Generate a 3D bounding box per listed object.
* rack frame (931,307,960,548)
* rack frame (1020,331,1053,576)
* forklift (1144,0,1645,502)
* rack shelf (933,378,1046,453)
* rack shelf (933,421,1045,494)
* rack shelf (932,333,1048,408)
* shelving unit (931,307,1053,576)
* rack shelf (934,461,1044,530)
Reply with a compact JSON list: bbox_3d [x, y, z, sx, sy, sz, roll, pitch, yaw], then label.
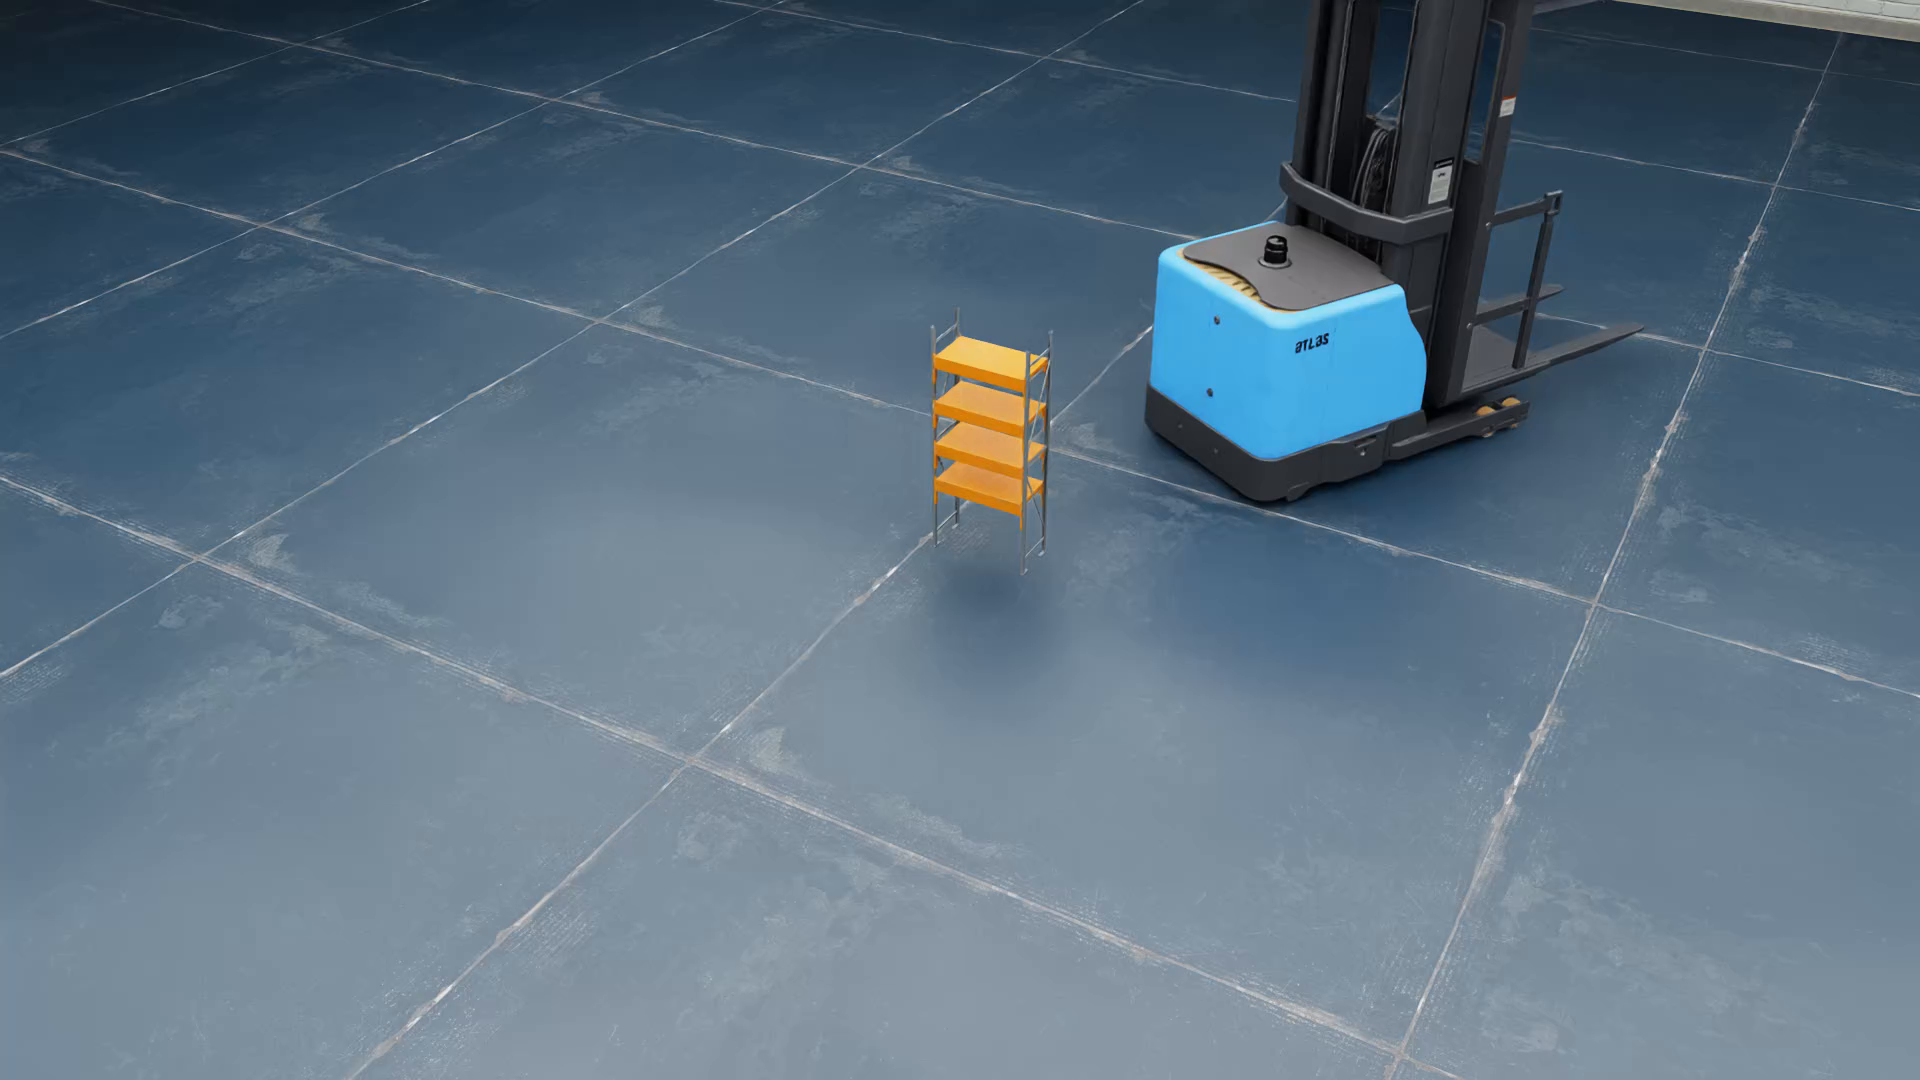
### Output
[{"bbox_3d":[-0.068,-0.521,7.950,0.015,1.200,0.240,18,37,24],"label":"rack frame"},{"bbox_3d":[0.356,-0.387,7.748,0.015,1.200,0.240,18,37,24],"label":"rack frame"},{"bbox_3d":[2.538,-2.013,8.629,3.031,2.935,1.130,-18,38,-25],"label":"forklift"},{"bbox_3d":[0.144,-0.584,7.762,0.480,0.148,0.258,18,37,24],"label":"rack shelf"},{"bbox_3d":[0.144,-0.398,7.886,0.480,0.148,0.258,18,37,24],"label":"rack shelf"},{"bbox_3d":[0.144,-0.781,7.631,0.480,0.148,0.258,18,37,24],"label":"rack shelf"},{"bbox_3d":[0.144,-0.454,7.849,0.503,1.200,0.258,18,37,24],"label":"shelving unit"},{"bbox_3d":[0.144,-0.233,7.996,0.480,0.148,0.258,18,37,24],"label":"rack shelf"}]
